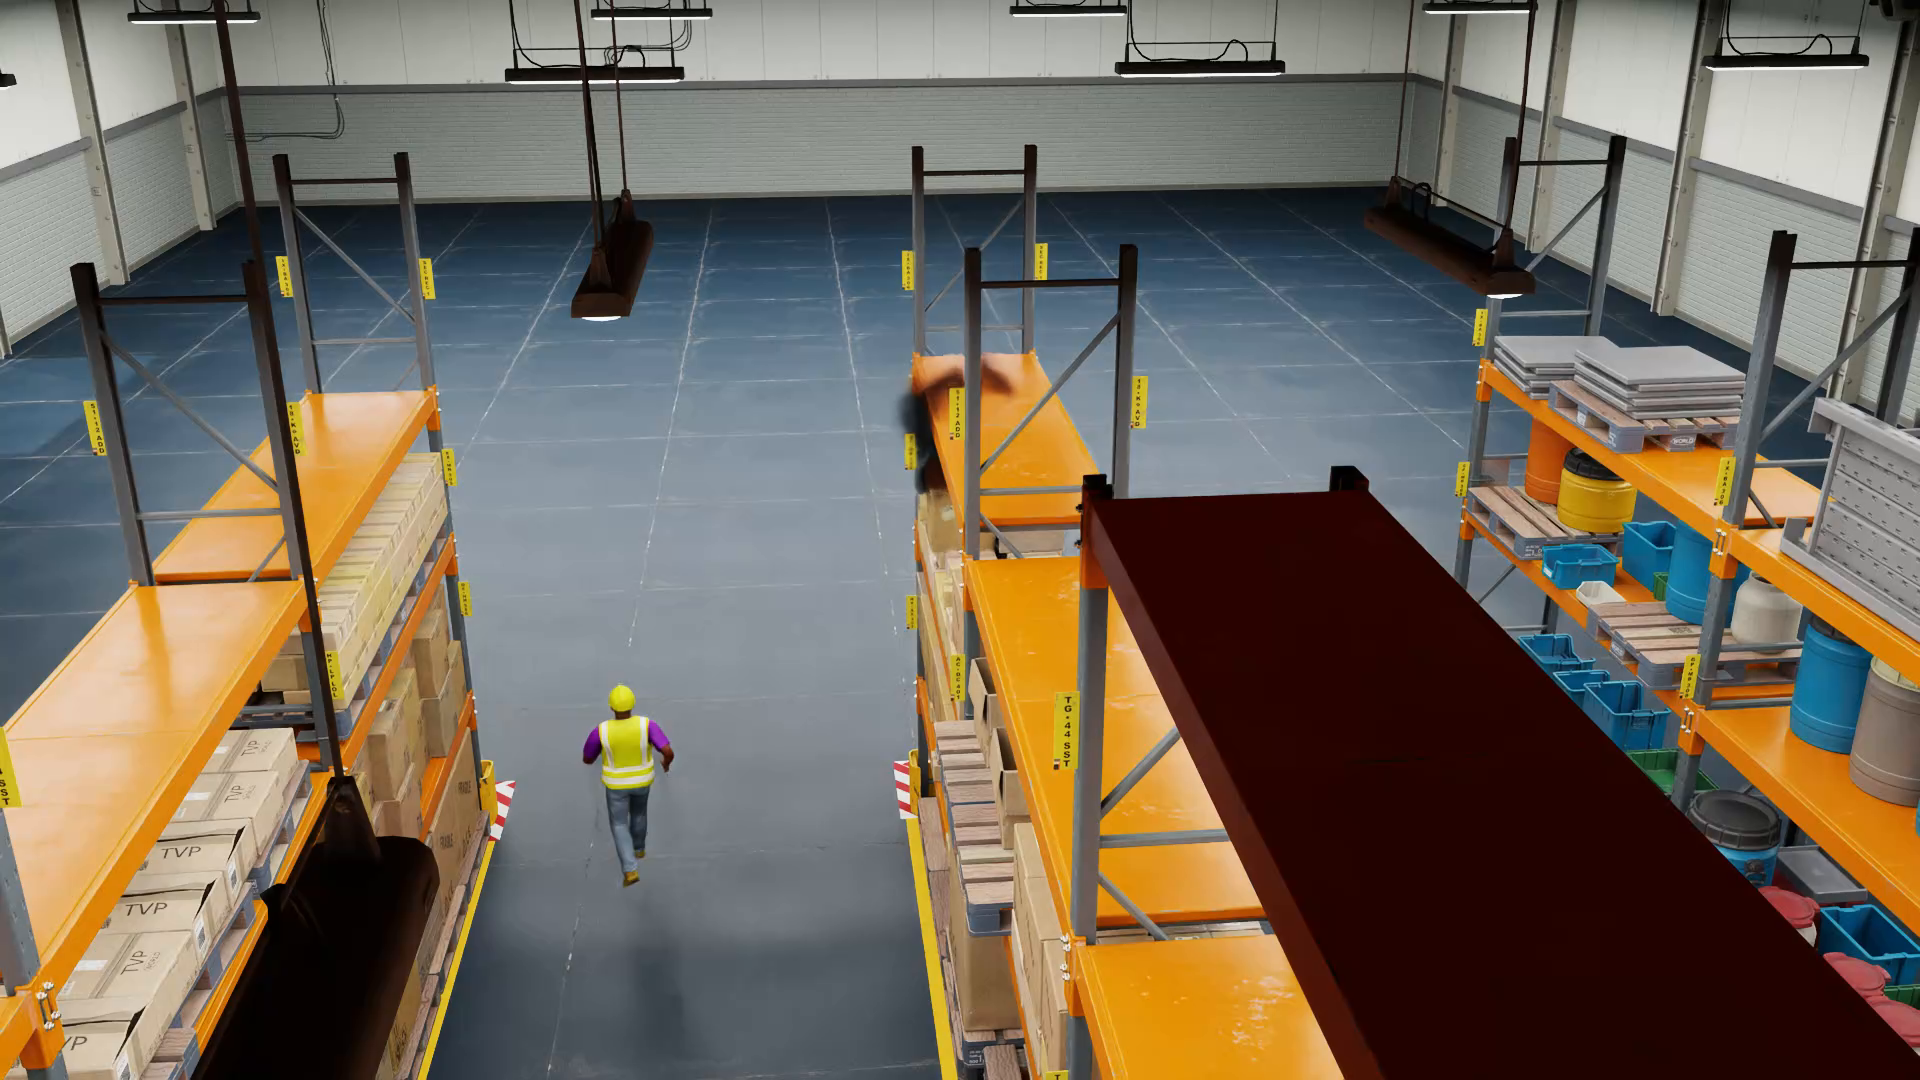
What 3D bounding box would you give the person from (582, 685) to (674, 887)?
[{"bbox_3d":[-2.726,1.979,13.677,0.707,1.745,0.985,-7,23,-18],"label":"person"}]
